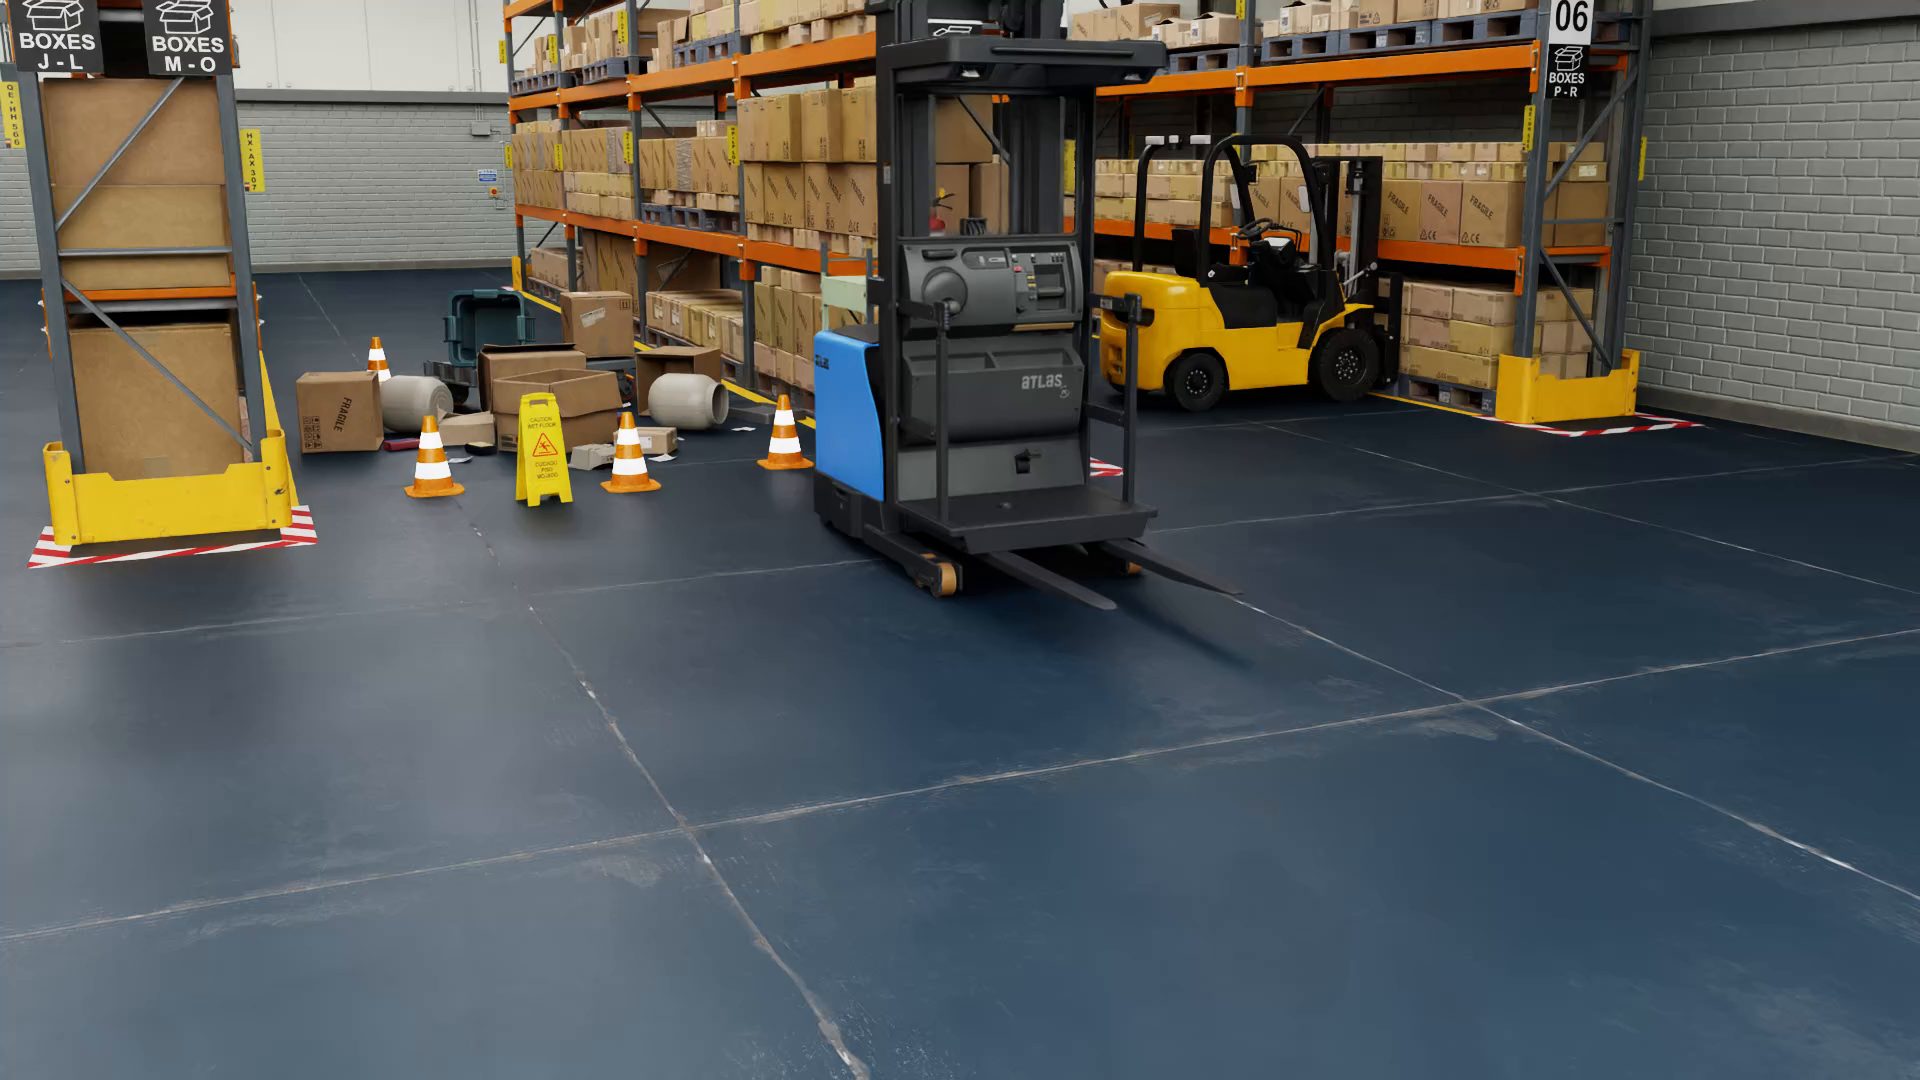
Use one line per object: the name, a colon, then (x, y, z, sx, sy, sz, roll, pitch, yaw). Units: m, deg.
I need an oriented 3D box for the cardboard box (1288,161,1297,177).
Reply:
cardboard box: (3.265, -3.435, 15.398, 0.380, 0.149, 0.250, -6, 14, -23)

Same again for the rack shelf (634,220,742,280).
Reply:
rack shelf: (-2.205, -2.878, 16.248, 1.077, 0.370, 4.000, -6, 14, -23)

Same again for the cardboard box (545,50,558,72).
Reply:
cardboard box: (-5.157, -6.220, 21.586, 0.396, 0.266, 0.258, -5, 14, -21)

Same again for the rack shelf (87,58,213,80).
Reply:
rack shelf: (-6.700, -3.871, 13.888, 1.077, 0.370, 4.000, -6, 14, -23)

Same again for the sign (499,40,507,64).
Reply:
sign: (-6.721, -7.171, 24.436, 0.100, 0.325, 0.005, -6, 14, -23)

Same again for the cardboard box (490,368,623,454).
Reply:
cardboard box: (-2.825, -0.907, 11.672, 0.637, 0.503, 0.797, 6, 14, 26)

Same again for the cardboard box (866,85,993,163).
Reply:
cardboard box: (-0.206, -2.755, 11.024, 0.700, 0.500, 0.500, -6, 14, -24)

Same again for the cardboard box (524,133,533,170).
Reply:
cardboard box: (-5.853, -5.494, 23.515, 0.500, 0.500, 0.500, -6, 14, -23)

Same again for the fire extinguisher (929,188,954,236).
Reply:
fire extinguisher: (-0.178, -1.886, 10.537, 0.296, 0.674, 0.183, -6, 14, -23)

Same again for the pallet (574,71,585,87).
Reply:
pallet: (-4.196, -5.651, 20.407, 0.805, 0.209, 1.217, -6, 14, -25)

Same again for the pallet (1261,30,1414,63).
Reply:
pallet: (3.508, -4.509, 15.242, 1.003, 0.211, 1.213, -6, 14, -23)

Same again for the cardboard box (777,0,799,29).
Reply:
cardboard box: (-1.074, -4.022, 12.618, 0.500, 0.250, 0.500, -5, 14, -22)

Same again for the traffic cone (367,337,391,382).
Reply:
traffic cone: (-5.052, -1.525, 14.432, 0.336, 0.463, 0.334, -6, 14, -23)

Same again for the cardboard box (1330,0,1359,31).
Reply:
cardboard box: (3.459, -4.579, 14.497, 0.396, 0.266, 0.258, -6, 14, -24)

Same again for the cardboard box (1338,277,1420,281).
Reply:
cardboard box: (3.658, -2.171, 14.546, 0.500, 0.250, 0.500, -6, 14, -24)

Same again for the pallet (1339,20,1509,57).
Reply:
pallet: (3.993, -4.257, 14.155, 1.003, 0.211, 1.213, -6, 14, -23)

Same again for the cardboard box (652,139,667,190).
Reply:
cardboard box: (-2.823, -3.819, 16.905, 0.500, 0.500, 0.500, -5, 14, -20)

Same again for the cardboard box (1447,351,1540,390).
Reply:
cardboard box: (4.268, -1.371, 13.310, 0.500, 0.250, 0.500, -6, 14, -23)

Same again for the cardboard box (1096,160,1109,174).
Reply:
cardboard box: (1.749, -4.204, 18.723, 0.380, 0.149, 0.250, -5, 14, -22)

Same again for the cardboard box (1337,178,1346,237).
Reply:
cardboard box: (3.509, -2.987, 14.903, 0.500, 0.500, 0.500, -6, 14, -24)

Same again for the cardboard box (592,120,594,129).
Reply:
cardboard box: (-4.755, -5.509, 22.143, 0.380, 0.149, 0.250, -6, 14, -24)

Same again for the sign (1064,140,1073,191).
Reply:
sign: (0.696, -2.460, 10.925, 0.100, 0.325, 0.005, -6, 14, -23)

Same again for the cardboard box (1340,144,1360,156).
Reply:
cardboard box: (3.587, -3.422, 14.685, 0.380, 0.149, 0.250, -6, 14, -23)

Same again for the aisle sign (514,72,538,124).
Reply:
aisle sign: (-6.505, -6.550, 24.751, 0.394, 0.787, 0.004, -6, 14, -23)

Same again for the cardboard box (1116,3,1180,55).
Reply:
cardboard box: (2.015, -5.472, 17.834, 0.500, 0.500, 0.500, -5, 14, -22)

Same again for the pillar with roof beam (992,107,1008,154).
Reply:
pillar with roof beam: (-3.459, -7.676, 22.080, 9.100, 9.000, 0.400, -6, 14, -23)

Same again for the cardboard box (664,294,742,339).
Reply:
cardboard box: (-2.486, -2.297, 17.037, 0.950, 0.372, 0.625, -6, 14, -24)

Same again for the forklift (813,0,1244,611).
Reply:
forklift: (0.258, -1.273, 7.868, 1.130, 2.935, 3.031, -6, 14, -24)

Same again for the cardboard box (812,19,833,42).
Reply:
cardboard box: (-0.857, -3.690, 12.064, 0.380, 0.149, 0.250, -6, 14, -24)

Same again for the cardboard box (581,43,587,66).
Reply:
cardboard box: (-4.197, -5.659, 19.385, 0.396, 0.266, 0.258, -4, 14, -18)

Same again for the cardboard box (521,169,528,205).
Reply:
cardboard box: (-6.053, -5.116, 24.101, 0.500, 0.500, 0.500, -6, 14, -24)

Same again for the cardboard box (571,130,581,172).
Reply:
cardboard box: (-4.466, -4.784, 20.450, 0.500, 0.500, 0.500, -6, 14, -23)

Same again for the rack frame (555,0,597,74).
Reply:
rack frame: (-4.608, -7.391, 20.846, 1.000, 3.000, 0.127, -6, 14, -23)

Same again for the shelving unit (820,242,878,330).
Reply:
shelving unit: (-0.486, -0.970, 9.737, 0.431, 1.500, 0.755, -6, 14, -24)

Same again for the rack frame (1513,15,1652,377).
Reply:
rack frame: (4.745, -2.438, 12.751, 1.000, 3.000, 0.127, -6, 14, -23)

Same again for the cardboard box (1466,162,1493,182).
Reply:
cardboard box: (4.220, -2.899, 13.083, 0.380, 0.149, 0.250, -5, 14, -22)

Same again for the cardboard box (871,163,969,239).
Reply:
cardboard box: (-0.271, -2.270, 11.143, 0.500, 0.500, 0.500, -6, 14, -24)

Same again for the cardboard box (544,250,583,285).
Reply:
cardboard box: (-5.480, -3.935, 23.971, 0.875, 0.438, 0.875, -5, 14, -21)

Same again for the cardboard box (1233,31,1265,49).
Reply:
cardboard box: (2.983, -5.050, 16.788, 0.380, 0.149, 0.250, -6, 14, -23)

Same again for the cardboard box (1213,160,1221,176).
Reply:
cardboard box: (2.683, -3.731, 16.679, 0.380, 0.149, 0.250, -6, 14, -24)

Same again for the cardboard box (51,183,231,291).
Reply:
cardboard box: (-4.487, -1.667, 9.085, 0.875, 0.550, 0.550, -6, 14, -23)

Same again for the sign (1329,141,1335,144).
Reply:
sign: (3.651, -3.775, 16.433, 0.100, 0.325, 0.005, -6, 14, -23)

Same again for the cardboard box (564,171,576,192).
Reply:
cardboard box: (-4.690, -4.522, 20.980, 0.500, 0.250, 0.500, -6, 14, -25)

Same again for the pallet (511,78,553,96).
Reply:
pallet: (-5.904, -6.560, 24.107, 1.003, 0.211, 1.213, -6, 14, -23)

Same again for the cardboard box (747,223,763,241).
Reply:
cardboard box: (-1.571, -2.599, 14.003, 0.380, 0.149, 0.250, -6, 14, -23)

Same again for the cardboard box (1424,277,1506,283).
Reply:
cardboard box: (4.332, -2.114, 14.299, 0.500, 0.250, 0.500, -6, 14, -23)

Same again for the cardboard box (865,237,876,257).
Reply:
cardboard box: (-0.433, -2.022, 11.509, 0.380, 0.149, 0.250, -6, 14, -24)

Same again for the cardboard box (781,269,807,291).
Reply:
cardboard box: (-1.212, -2.078, 13.261, 0.380, 0.149, 0.250, -5, 14, -21)

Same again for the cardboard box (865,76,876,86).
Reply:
cardboard box: (-1.092, -6.846, 24.816, 0.500, 0.250, 0.500, -6, 14, -24)

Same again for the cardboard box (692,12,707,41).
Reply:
cardboard box: (-2.172, -4.726, 15.387, 0.500, 0.250, 0.500, -5, 14, -22)

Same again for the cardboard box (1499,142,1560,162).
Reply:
cardboard box: (4.409, -3.003, 12.871, 0.380, 0.149, 0.250, -6, 14, -23)

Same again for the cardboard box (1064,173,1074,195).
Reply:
cardboard box: (1.472, -4.145, 19.352, 0.500, 0.250, 0.500, -6, 14, -23)
